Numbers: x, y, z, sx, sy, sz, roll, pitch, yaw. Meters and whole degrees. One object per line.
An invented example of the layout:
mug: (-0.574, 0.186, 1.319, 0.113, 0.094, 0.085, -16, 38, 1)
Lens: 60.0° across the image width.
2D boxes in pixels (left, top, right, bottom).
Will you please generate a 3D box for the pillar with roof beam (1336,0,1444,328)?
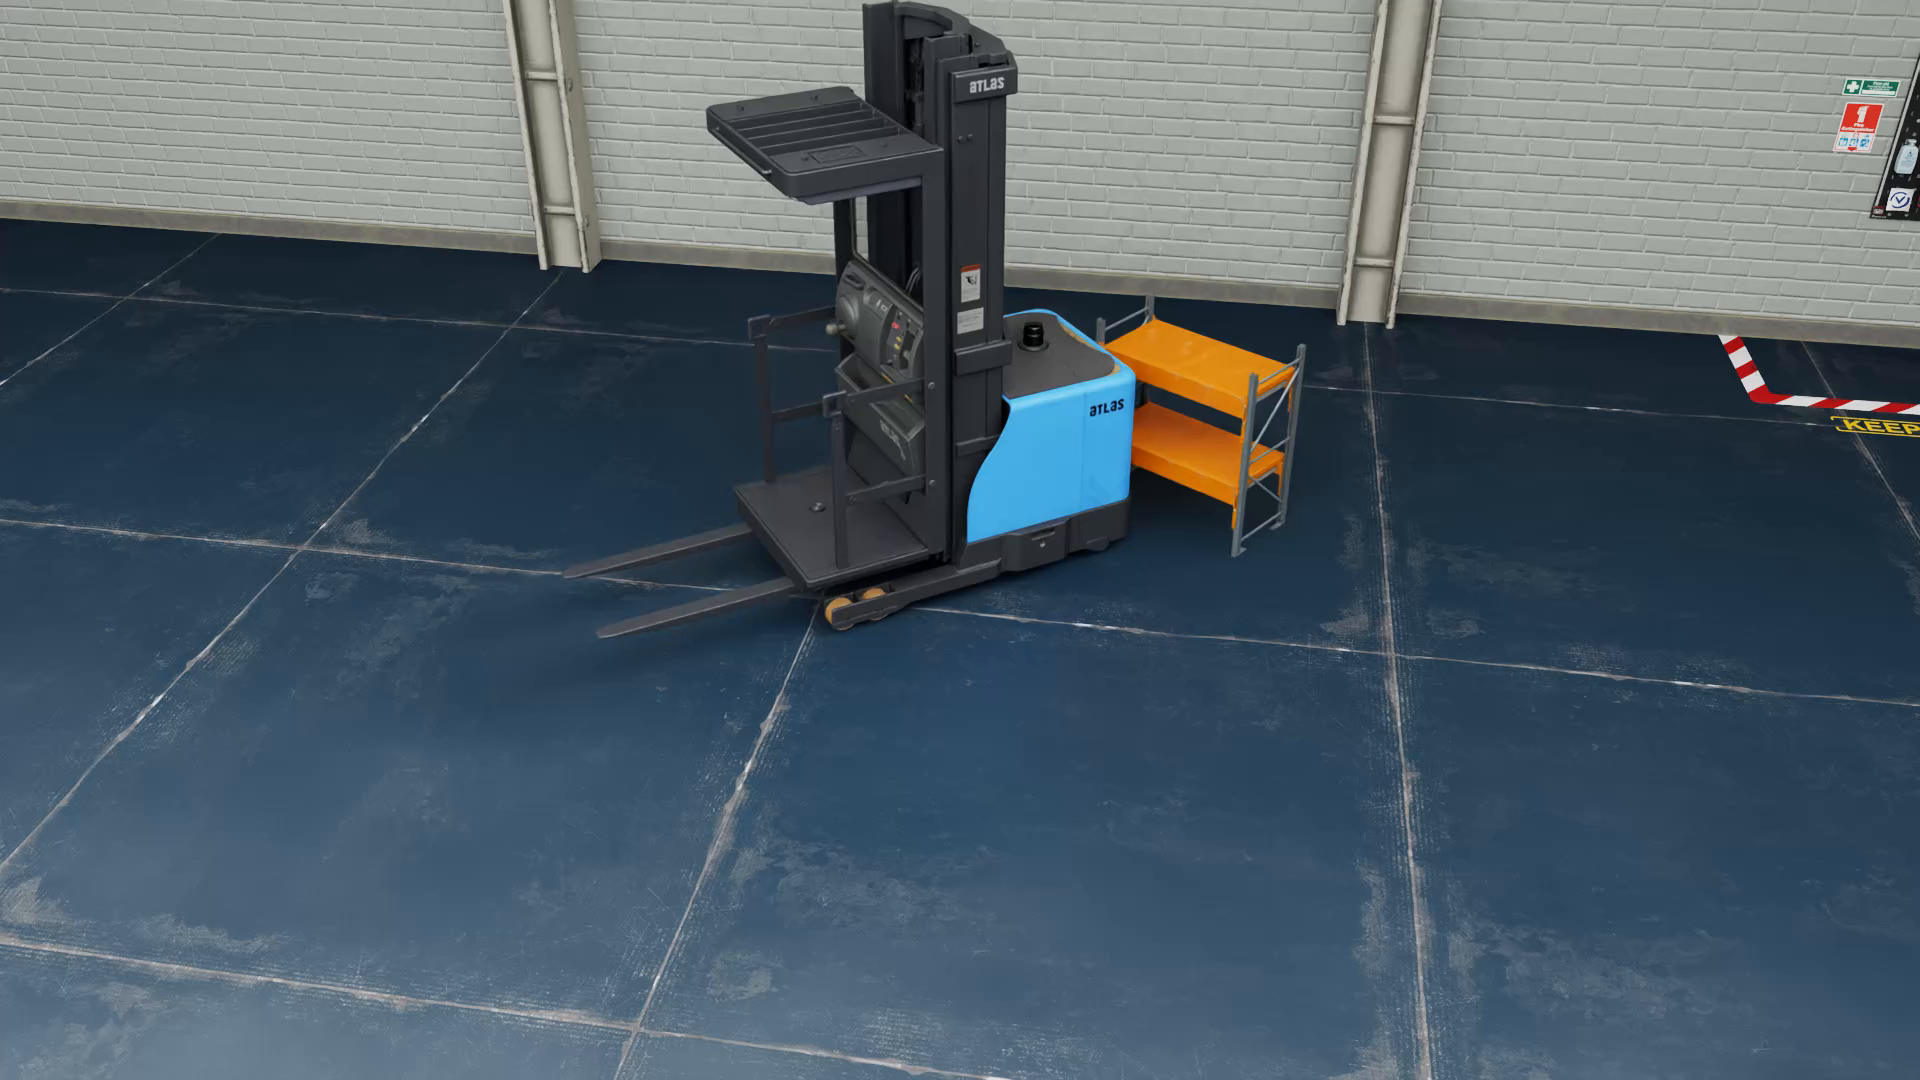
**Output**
pillar with roof beam: (2.192, -3.166, 6.000, 0.400, 9.000, 9.100, 5, 32, 8)

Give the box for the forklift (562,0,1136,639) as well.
forklift: (-0.595, -1.094, 8.409, 3.031, 2.935, 1.130, -15, 35, -23)

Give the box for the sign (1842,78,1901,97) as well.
sign: (5.877, -2.917, 10.724, 0.331, 0.109, 0.001, 5, 32, 8)

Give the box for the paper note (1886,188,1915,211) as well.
paper note: (6.239, -2.258, 11.034, 0.142, 0.148, 0.016, 5, 32, 8)

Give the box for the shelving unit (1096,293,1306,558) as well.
shelving unit: (1.317, -0.663, 9.424, 1.048, 1.125, 0.538, 26, 40, 35)

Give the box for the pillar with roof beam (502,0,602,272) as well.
pillar with roof beam: (-3.722, -3.701, 6.855, 0.400, 9.000, 9.100, 5, 32, 8)

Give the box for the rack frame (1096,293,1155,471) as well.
rack frame: (0.941, -0.845, 9.714, 0.032, 1.125, 0.500, 26, 40, 35)

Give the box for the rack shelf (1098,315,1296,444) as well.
rack shelf: (1.317, -0.911, 9.268, 1.000, 0.278, 0.538, 26, 40, 35)

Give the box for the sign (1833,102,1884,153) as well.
sign: (5.874, -2.698, 10.873, 0.234, 0.329, 0.001, 5, 32, 8)

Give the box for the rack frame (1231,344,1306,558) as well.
rack frame: (1.693, -0.482, 9.133, 0.032, 1.125, 0.500, 26, 40, 35)

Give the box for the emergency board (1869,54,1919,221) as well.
emergency board: (6.396, -2.589, 10.734, 0.626, 1.169, 0.157, 5, 32, 8)

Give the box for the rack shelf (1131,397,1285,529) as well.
rack shelf: (1.317, -0.456, 9.553, 1.000, 0.278, 0.538, 26, 40, 35)
